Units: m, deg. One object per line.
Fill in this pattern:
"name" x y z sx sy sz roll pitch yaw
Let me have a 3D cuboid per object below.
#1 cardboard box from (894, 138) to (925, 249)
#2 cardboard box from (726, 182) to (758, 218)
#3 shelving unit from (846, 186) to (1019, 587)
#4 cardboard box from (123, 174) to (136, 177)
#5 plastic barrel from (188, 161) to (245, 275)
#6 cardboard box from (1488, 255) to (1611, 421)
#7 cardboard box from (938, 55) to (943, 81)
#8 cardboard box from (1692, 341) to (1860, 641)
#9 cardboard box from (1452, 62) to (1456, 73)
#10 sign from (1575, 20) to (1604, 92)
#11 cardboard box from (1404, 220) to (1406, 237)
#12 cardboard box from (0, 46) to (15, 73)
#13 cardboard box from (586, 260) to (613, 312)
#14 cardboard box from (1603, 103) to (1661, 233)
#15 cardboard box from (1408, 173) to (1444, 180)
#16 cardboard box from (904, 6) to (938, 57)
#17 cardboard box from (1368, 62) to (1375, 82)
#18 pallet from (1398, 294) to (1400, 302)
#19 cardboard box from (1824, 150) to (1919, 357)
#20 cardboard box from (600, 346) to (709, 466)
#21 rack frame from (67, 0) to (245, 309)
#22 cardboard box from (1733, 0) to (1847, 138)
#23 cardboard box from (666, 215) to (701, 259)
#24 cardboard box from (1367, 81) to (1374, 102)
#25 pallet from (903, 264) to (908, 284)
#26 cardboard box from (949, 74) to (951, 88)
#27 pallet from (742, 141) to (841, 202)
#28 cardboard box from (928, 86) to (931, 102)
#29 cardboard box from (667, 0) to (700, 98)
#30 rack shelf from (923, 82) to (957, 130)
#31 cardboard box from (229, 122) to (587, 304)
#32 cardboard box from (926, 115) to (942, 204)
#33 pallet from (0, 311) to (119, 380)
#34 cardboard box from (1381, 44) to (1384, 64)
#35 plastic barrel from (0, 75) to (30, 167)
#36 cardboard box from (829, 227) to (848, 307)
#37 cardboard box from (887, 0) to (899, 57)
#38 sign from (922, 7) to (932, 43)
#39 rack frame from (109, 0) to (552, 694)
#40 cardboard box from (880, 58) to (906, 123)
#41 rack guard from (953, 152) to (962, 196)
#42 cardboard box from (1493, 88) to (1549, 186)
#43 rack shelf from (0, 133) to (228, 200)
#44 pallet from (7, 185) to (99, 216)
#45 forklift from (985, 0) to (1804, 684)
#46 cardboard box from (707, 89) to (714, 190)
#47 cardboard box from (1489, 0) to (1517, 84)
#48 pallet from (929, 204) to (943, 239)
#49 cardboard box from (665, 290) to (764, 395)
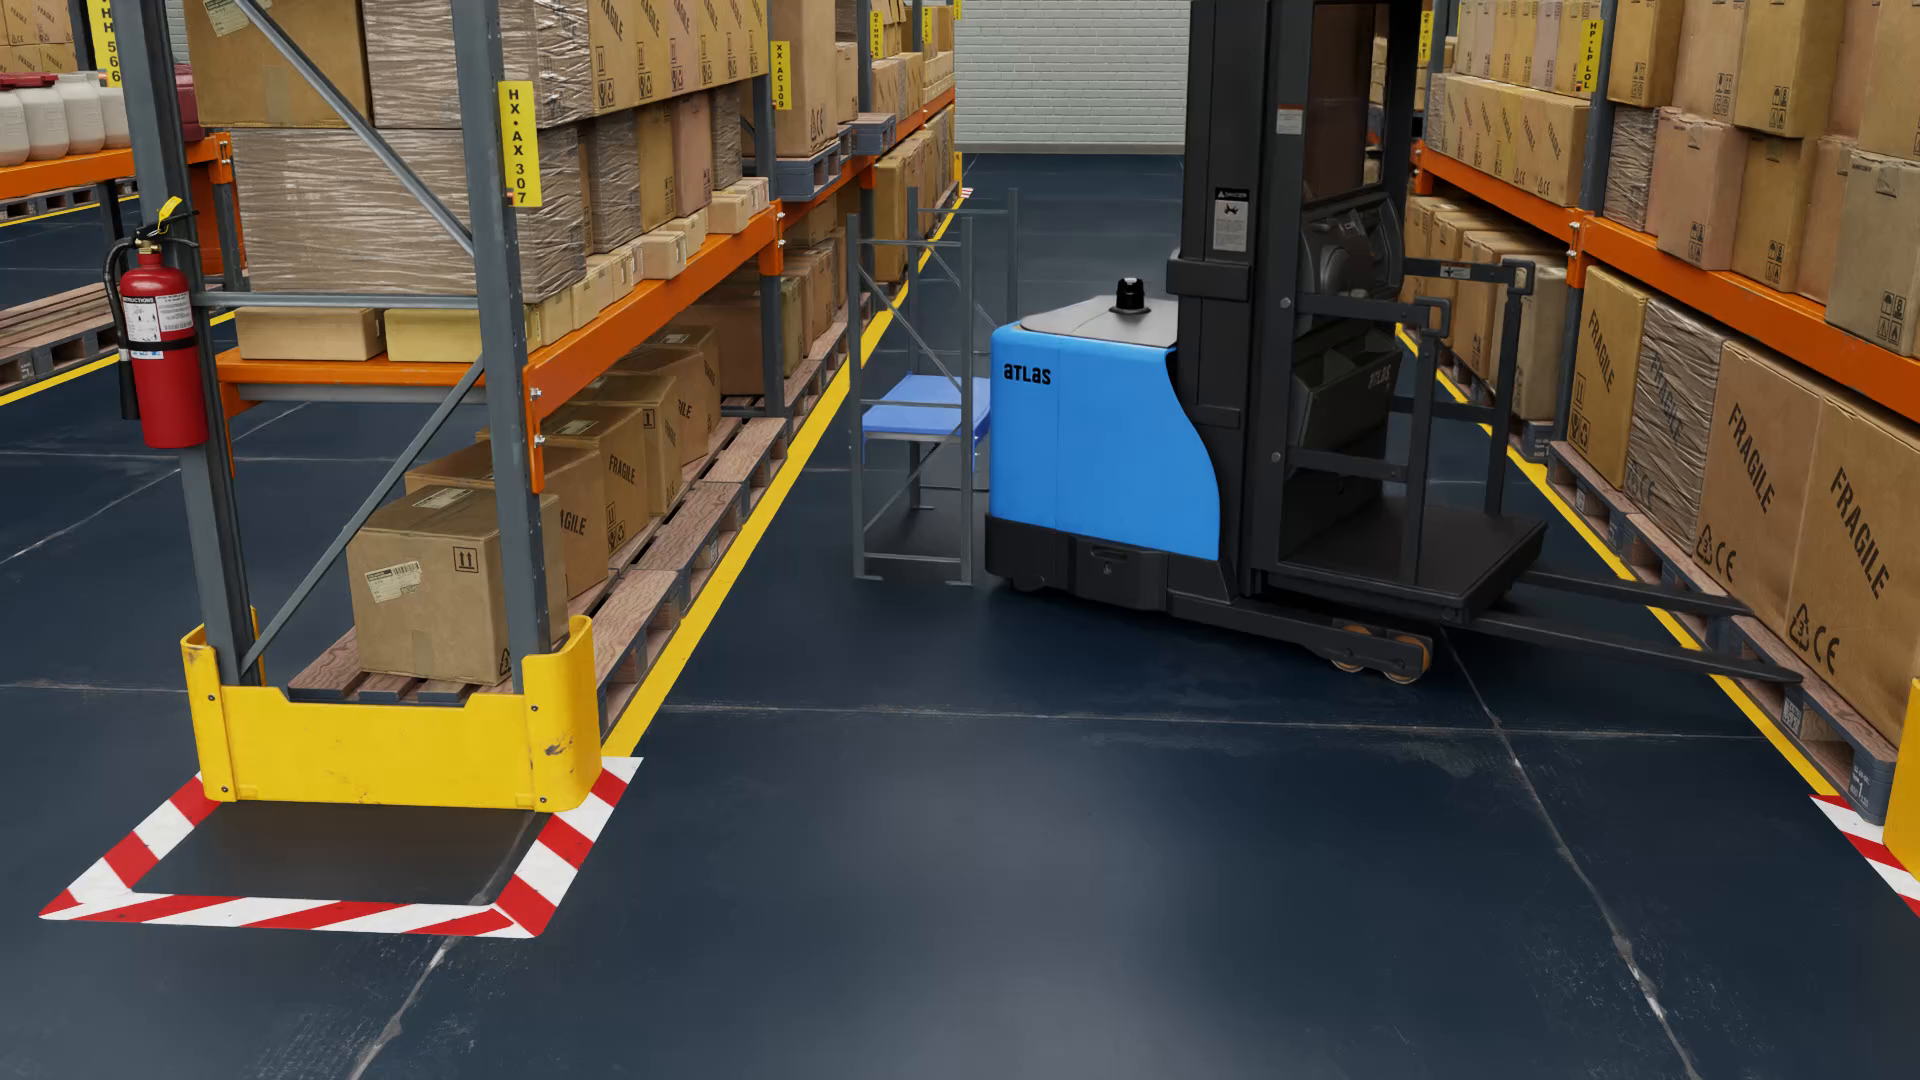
"cardboard box" -0.947 -3.096 14.793 1.225 0.875 0.875 1 18 2
"cardboard box" -1.181 -1.628 7.979 0.380 0.149 0.250 1 18 4
"shelving unit" -0.092 -0.696 7.139 0.538 1.500 1.048 4 19 11
"cardboard box" -10.245 -4.695 20.241 0.500 0.500 0.500 1 18 4
"plastic barrel" -6.067 -2.572 13.266 0.600 0.830 0.708 1 18 4
"cardboard box" 3.463 -1.082 8.846 1.050 0.750 0.750 1 18 4
"cardboard box" -0.448 -5.062 17.817 0.500 0.250 0.500 1 18 4
"cardboard box" 3.265 -0.189 5.922 0.875 0.875 0.875 1 18 3
"cardboard box" 4.100 -3.689 13.115 0.380 0.149 0.250 1 18 4
"sign" 2.967 -2.278 7.826 0.100 0.325 0.005 1 18 4
"cardboard box" 3.582 -2.221 12.723 0.500 0.500 0.500 1 18 4
"cardboard box" -10.397 -4.964 17.596 0.500 0.500 0.500 2 18 5
"cardboard box" -1.393 -0.853 5.612 0.380 0.149 0.250 1 18 4
"cardboard box" 3.494 -1.713 7.593 0.875 0.550 0.550 1 18 4
"cardboard box" 3.608 -2.742 13.110 0.500 0.250 0.500 2 18 5
"cardboard box" -0.493 -5.267 17.239 0.500 0.500 0.500 1 18 2
"cardboard box" 3.449 -3.704 13.160 0.380 0.149 0.250 1 18 4
"pallet" 3.853 -1.916 12.933 1.003 0.211 1.213 1 18 4
"cardboard box" 3.221 -0.873 5.029 0.875 0.550 0.550 1 18 4
"cardboard box" -1.534 -0.609 7.804 0.500 0.500 0.500 7 20 21
"rack frame" -6.085 -3.252 12.529 1.000 3.000 0.127 1 18 4
"cardboard box" 3.318 -1.724 5.893 0.875 0.550 0.500 1 18 4
"cardboard box" -1.276 -1.240 6.795 0.380 0.149 0.250 1 18 4
"cardboard box" 3.449 -3.560 13.201 0.380 0.149 0.250 0 18 1
"pallet" -0.923 -2.437 14.521 1.003 0.211 1.213 1 18 4
"cardboard box" -0.305 -5.229 18.968 0.380 0.149 0.250 1 18 4
"pallet" -1.232 -2.042 9.144 1.003 0.211 1.213 1 18 4
"cardboard box" -0.486 -4.430 16.529 0.380 0.149 0.250 1 18 2
"cardboard box" -1.300 -1.951 6.316 0.500 0.500 0.500 1 18 4
"rack shelf" -0.715 -4.663 17.990 1.077 0.370 4.000 1 18 4
"cardboard box" -1.651 -1.015 5.066 0.875 0.500 0.500 1 18 4
"cardboard box" -0.666 -4.056 17.721 0.875 0.875 0.875 1 18 4
"pallet" -6.269 -1.309 11.078 1.003 0.211 1.213 1 18 4
"cardboard box" 3.412 -3.683 12.621 0.380 0.149 0.250 2 18 6
"plastic barrel" -6.032 -2.594 10.304 0.433 0.535 0.433 0 18 0
"cardboard box" -1.173 -1.954 11.876 0.700 0.500 0.500 0 18 1
"cardboard box" -0.956 -4.496 14.555 0.797 0.503 0.637 1 18 5
"sign" -0.316 -4.887 15.787 0.100 0.325 0.005 1 18 4
"rack frame" -1.718 -0.656 4.609 1.000 3.000 0.127 1 18 4
"cardboard box" -0.733 -3.808 14.067 0.500 0.500 0.500 1 18 4
"rack guard" -0.570 -4.445 20.186 1.175 0.500 0.348 1 18 4
"cardboard box" 3.352 -2.286 9.422 0.500 0.500 0.500 1 18 4
"rack shelf" -6.228 -2.288 10.745 1.077 0.370 4.000 1 18 4
"pallet" -10.604 -3.874 18.906 1.003 0.211 1.213 1 18 4
"forklift" 1.614 -1.073 5.991 3.031 2.935 1.130 12 21 32
"cardboard box" -1.596 -1.795 7.444 0.875 0.500 0.500 1 18 4
"cardboard box" 3.684 -3.066 10.196 0.700 0.500 0.500 1 18 3
"pallet" -0.725 -3.293 17.132 1.003 0.211 1.213 1 18 4
"cardboard box" -1.366 -1.110 9.301 0.700 0.500 0.500 0 18 0
